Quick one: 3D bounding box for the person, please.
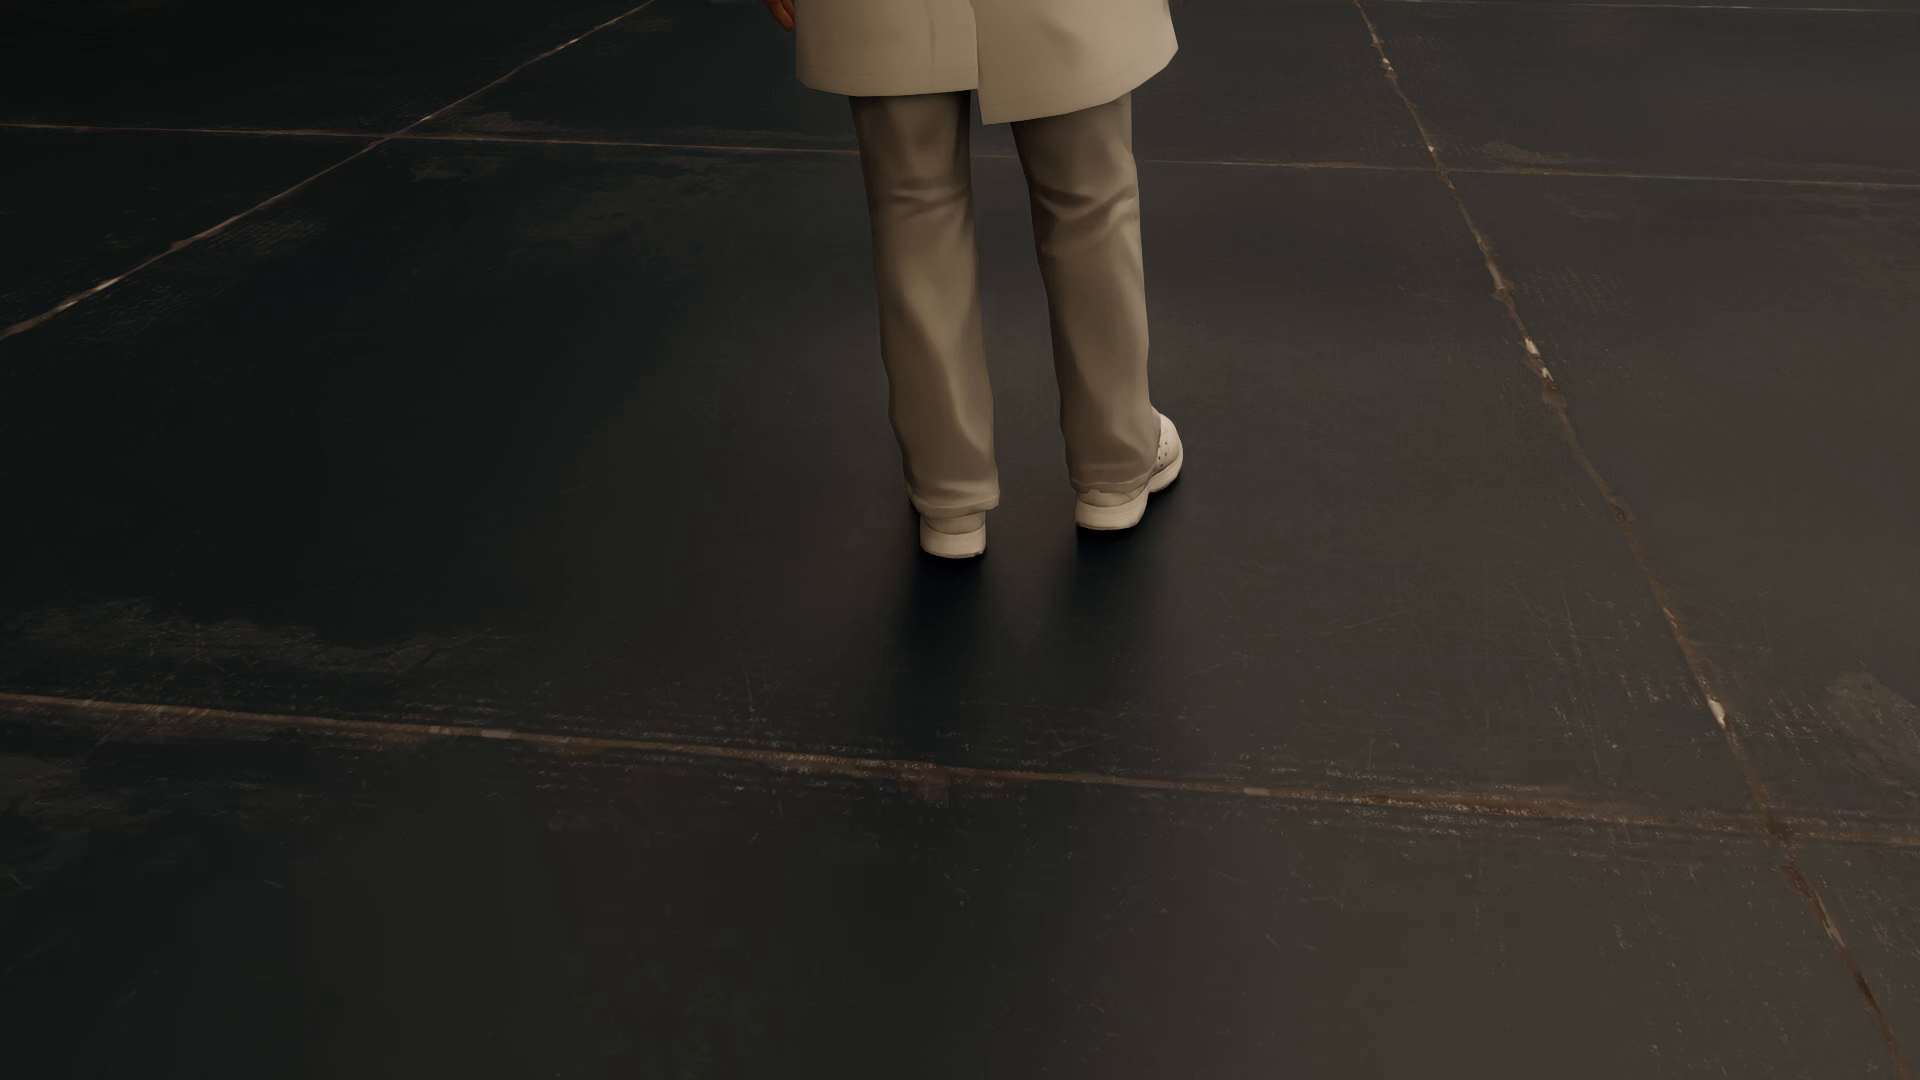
[{"bbox_3d":[0.017,-0.842,2.179,0.696,1.776,0.581,3,27,7],"label":"person"}]
